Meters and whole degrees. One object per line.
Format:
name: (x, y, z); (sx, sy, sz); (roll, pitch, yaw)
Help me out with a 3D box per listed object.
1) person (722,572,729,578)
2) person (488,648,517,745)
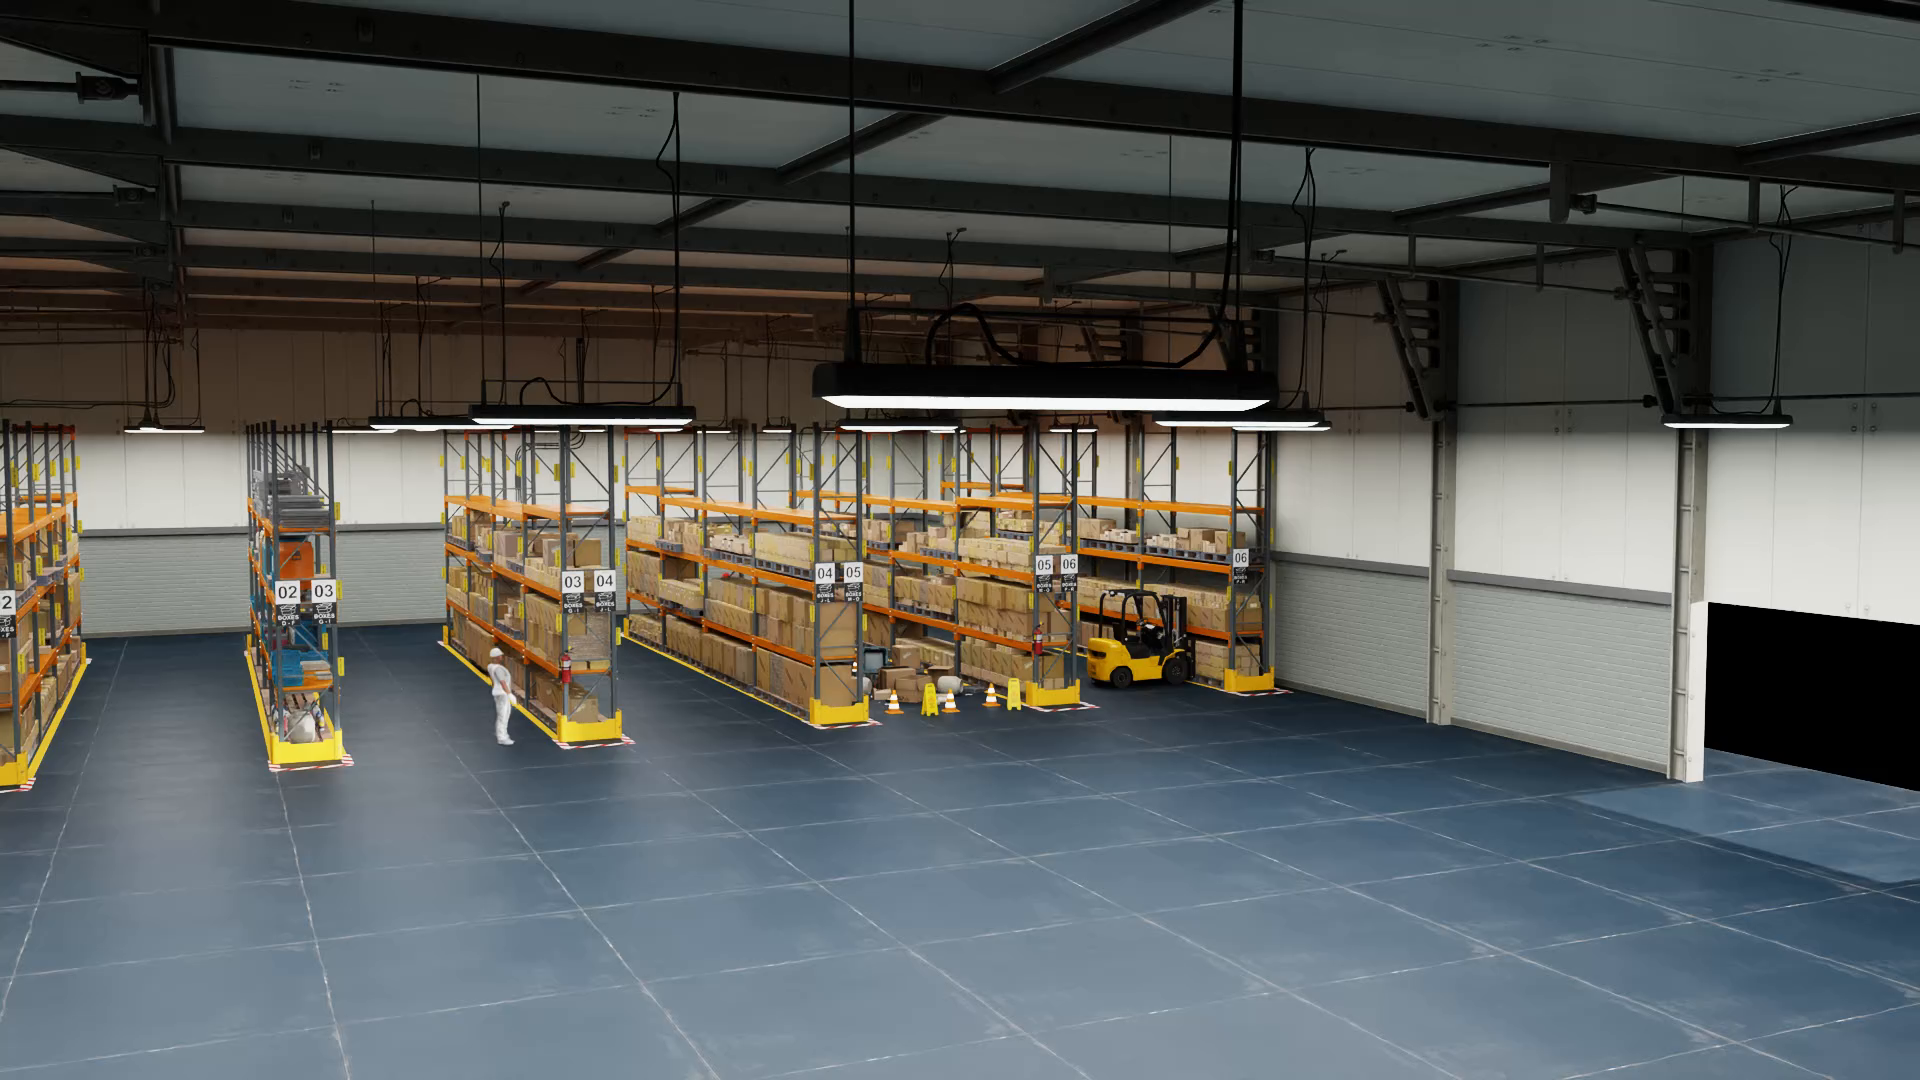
person: (-6.752, 1.823, 47.932); (0.636, 1.793, 0.369); (3, 5, 42)
person: (-8.507, 2.911, 30.946); (0.592, 1.822, 0.639); (0, 4, -4)
